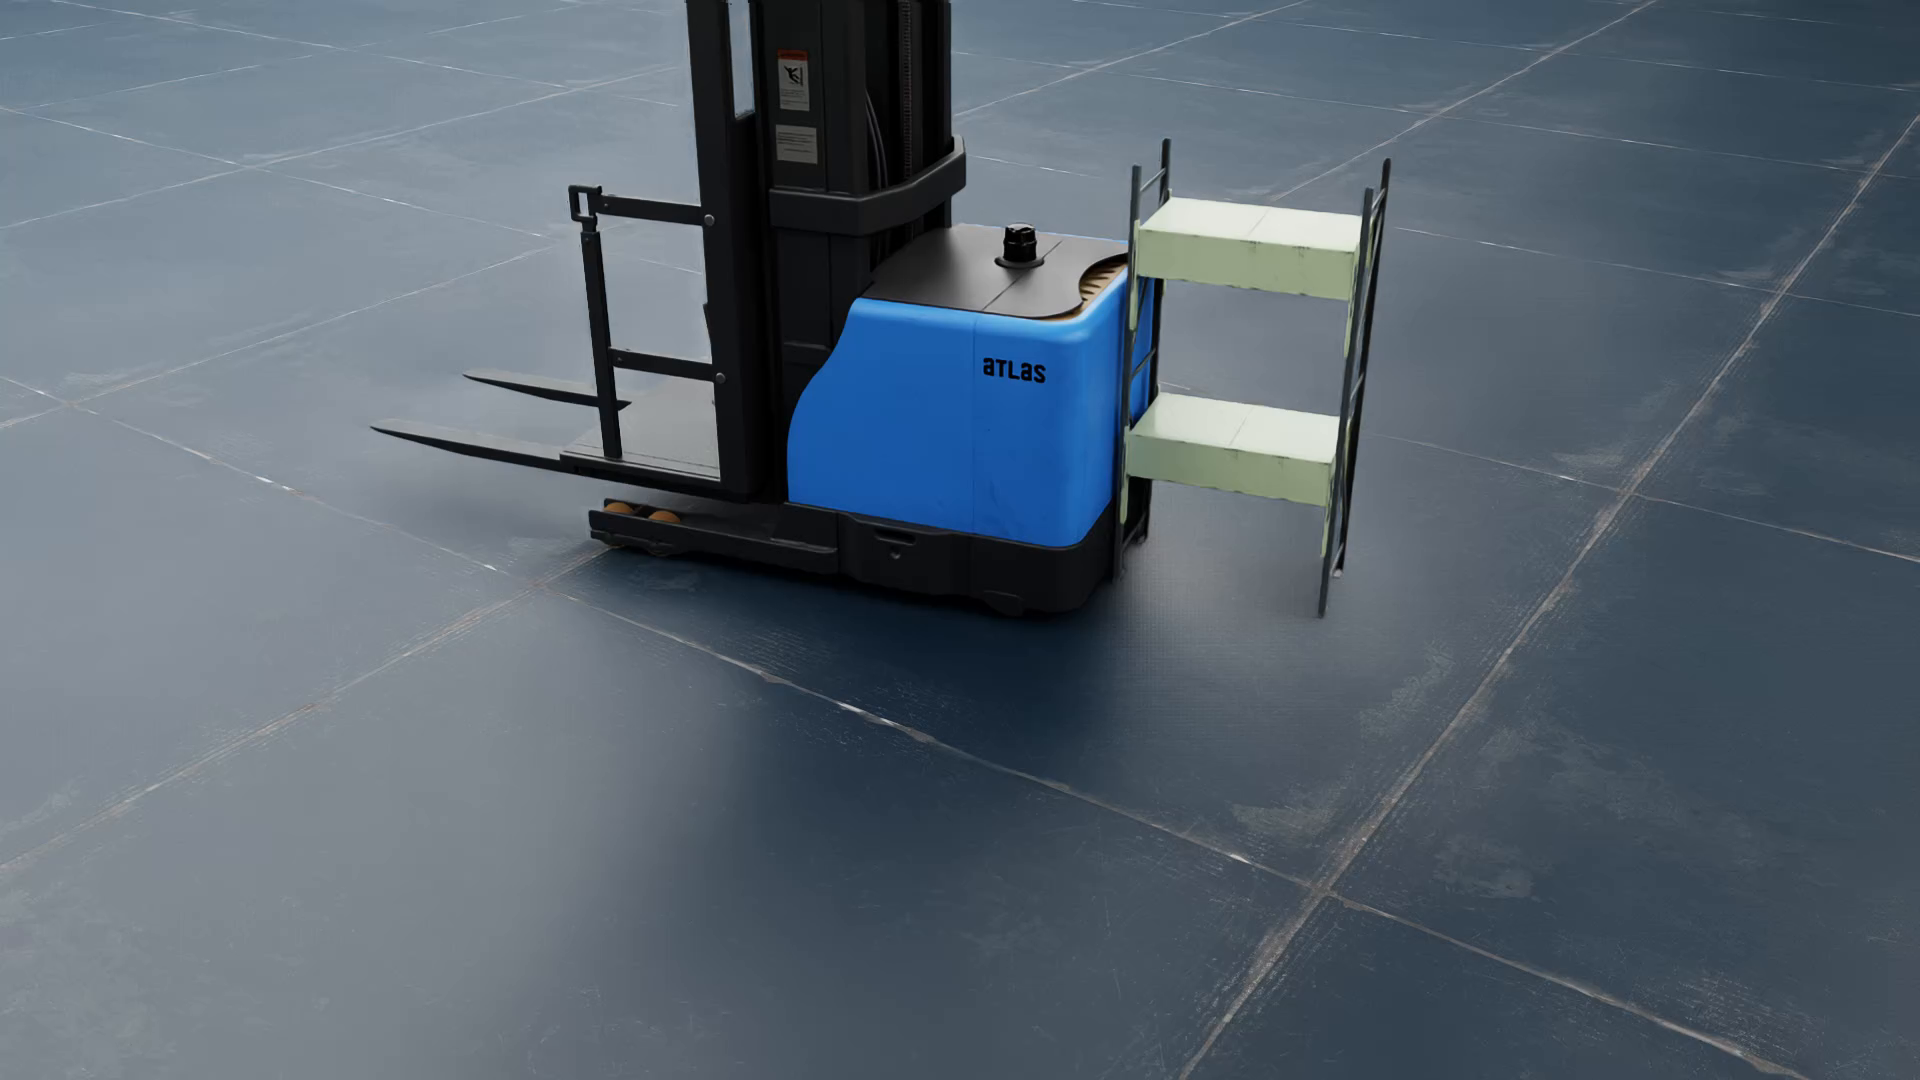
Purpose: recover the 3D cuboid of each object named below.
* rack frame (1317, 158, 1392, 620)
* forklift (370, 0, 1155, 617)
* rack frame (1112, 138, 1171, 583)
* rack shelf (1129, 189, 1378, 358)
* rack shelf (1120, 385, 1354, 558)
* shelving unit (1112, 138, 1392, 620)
[{"bbox_3d":[1.311,-0.481,5.542,0.023,1.500,0.400,10,29,19],"label":"rack frame"},{"bbox_3d":[-0.835,-1.455,5.877,3.031,2.935,1.130,10,29,19],"label":"forklift"},{"bbox_3d":[0.630,-0.602,5.780,0.023,1.500,0.400,10,29,19],"label":"rack frame"},{"bbox_3d":[0.971,-0.889,5.484,0.720,0.370,0.431,10,29,19],"label":"rack shelf"},{"bbox_3d":[0.971,-0.251,5.809,0.720,0.370,0.431,10,29,19],"label":"rack shelf"},{"bbox_3d":[0.971,-0.542,5.661,0.755,1.500,0.431,10,29,19],"label":"shelving unit"}]
